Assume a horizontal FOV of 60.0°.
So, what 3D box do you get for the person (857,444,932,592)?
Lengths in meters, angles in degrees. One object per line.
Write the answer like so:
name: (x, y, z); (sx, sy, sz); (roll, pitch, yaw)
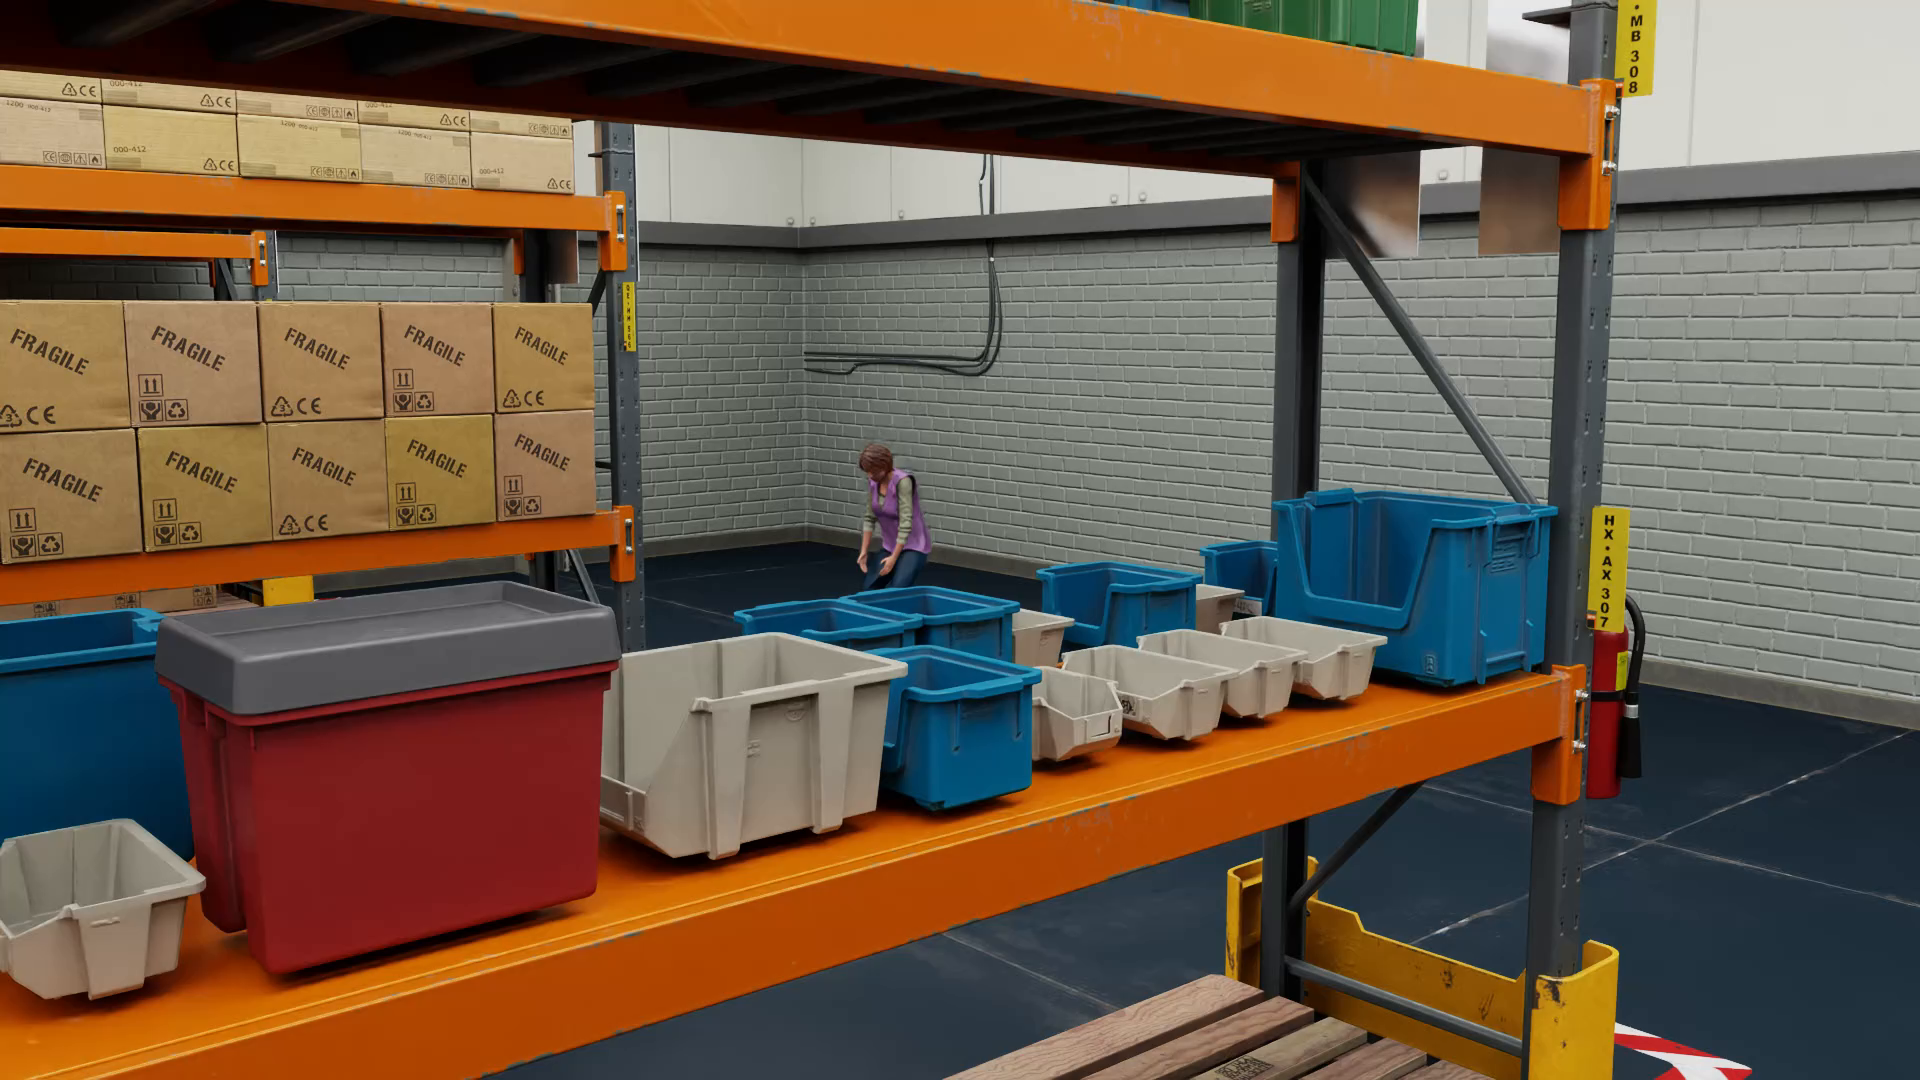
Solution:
person: (-0.422, 0.089, 10.790); (0.540, 1.444, 0.454); (-6, 10, -40)
